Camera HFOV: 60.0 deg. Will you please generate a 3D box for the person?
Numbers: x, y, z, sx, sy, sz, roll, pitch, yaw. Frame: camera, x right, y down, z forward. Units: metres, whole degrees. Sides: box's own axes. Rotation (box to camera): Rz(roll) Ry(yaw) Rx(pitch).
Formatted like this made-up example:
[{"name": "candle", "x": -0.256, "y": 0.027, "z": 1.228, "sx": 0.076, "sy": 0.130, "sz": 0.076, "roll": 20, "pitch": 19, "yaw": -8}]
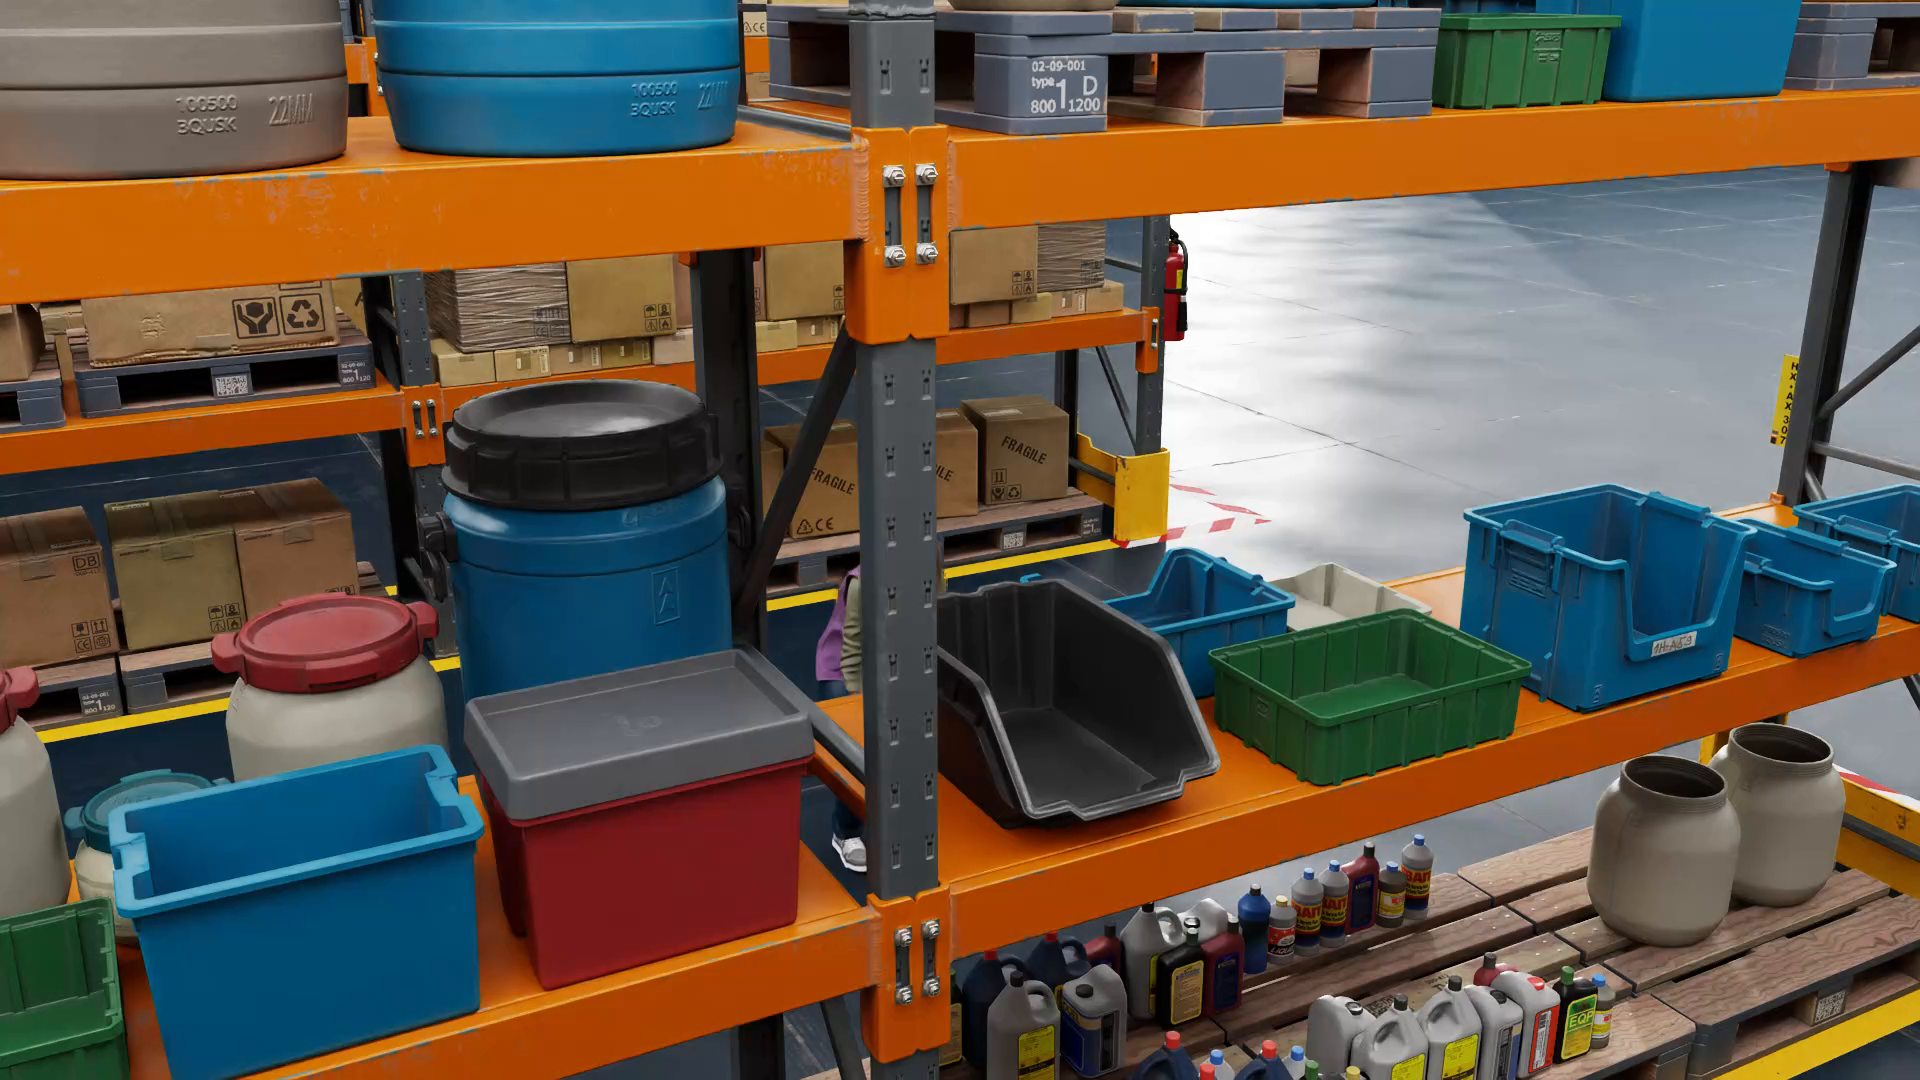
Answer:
[{"name": "person", "x": -0.246, "y": 0.539, "z": 5.927, "sx": 0.462, "sy": 1.325, "sz": 0.626, "roll": -10, "pitch": 21, "yaw": -26}]
